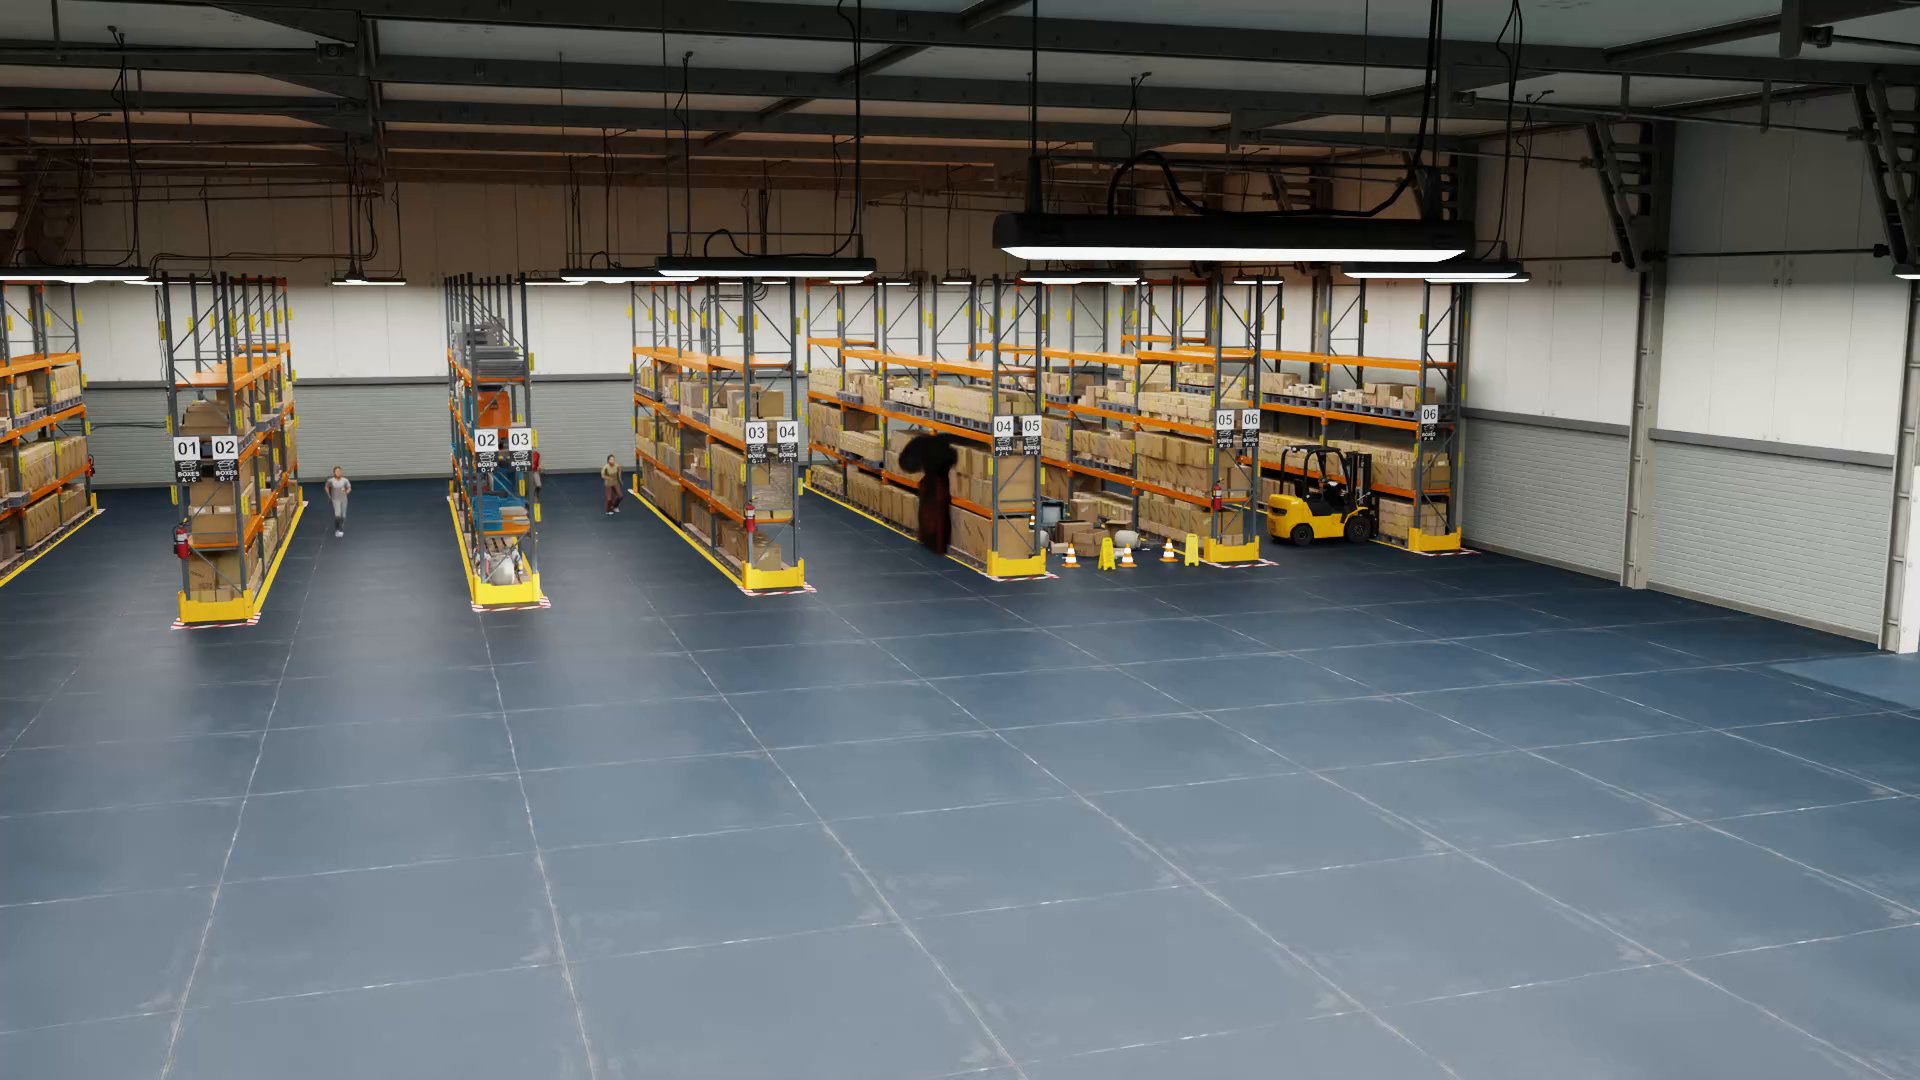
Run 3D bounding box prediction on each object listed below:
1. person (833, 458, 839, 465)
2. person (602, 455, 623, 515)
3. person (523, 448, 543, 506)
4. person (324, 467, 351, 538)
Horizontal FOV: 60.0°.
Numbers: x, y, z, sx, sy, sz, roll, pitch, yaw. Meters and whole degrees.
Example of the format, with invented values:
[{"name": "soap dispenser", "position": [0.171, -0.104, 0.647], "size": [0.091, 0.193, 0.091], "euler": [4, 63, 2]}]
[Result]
[{"name": "person", "position": [-3.690, -2.584, 49.942], "size": [0.685, 1.588, 0.841], "euler": [8, 11, 41]}, {"name": "person", "position": [-8.816, -1.395, 42.146], "size": [0.583, 1.561, 0.787], "euler": [-5, 10, -28]}, {"name": "person", "position": [-11.366, -1.724, 44.054], "size": [0.682, 1.686, 0.977], "euler": [-6, 10, -33]}, {"name": "person", "position": [-14.306, -0.876, 38.315], "size": [0.558, 1.647, 0.660], "euler": [-4, 10, -27]}]
